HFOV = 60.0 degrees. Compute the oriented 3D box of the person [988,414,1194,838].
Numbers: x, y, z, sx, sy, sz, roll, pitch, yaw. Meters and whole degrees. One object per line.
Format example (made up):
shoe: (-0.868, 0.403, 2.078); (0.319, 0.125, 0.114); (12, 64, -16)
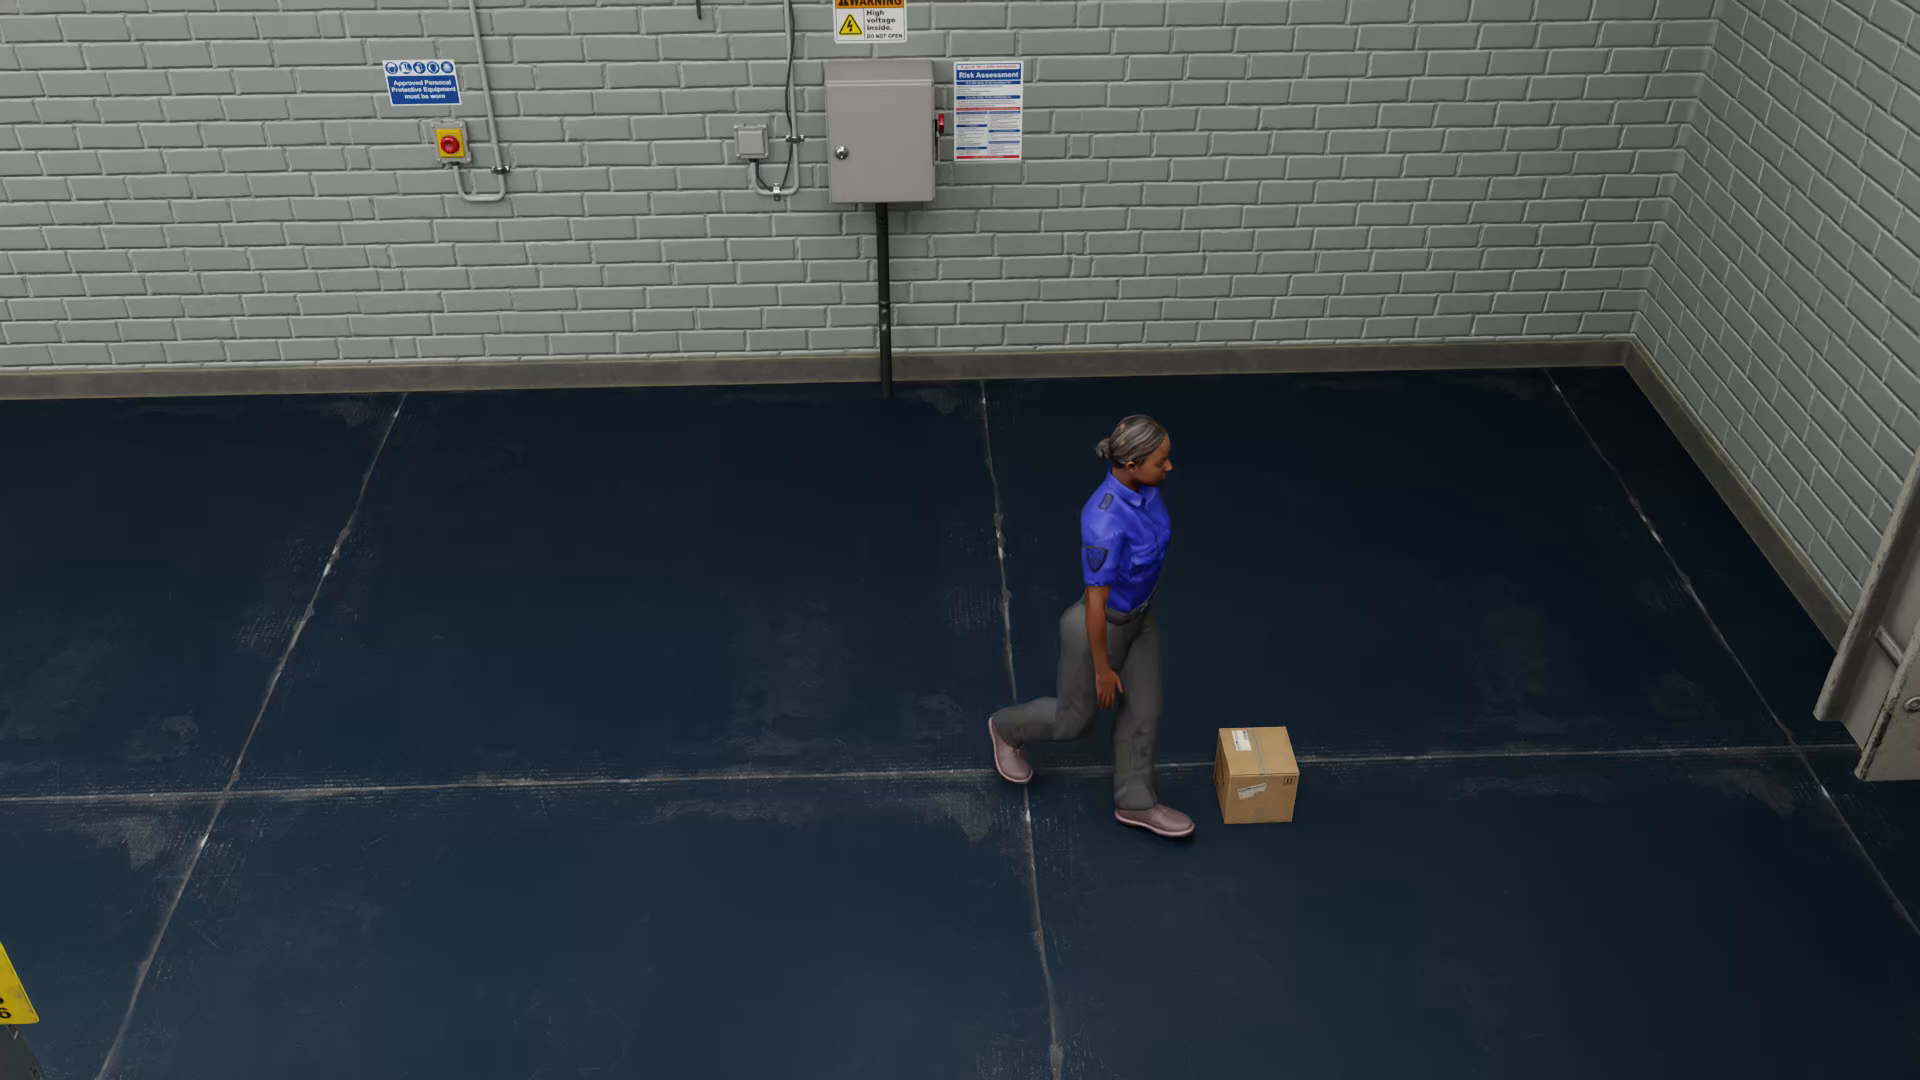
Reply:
person: (0.477, 0.290, 5.737); (0.846, 1.632, 0.532); (19, 40, 25)
